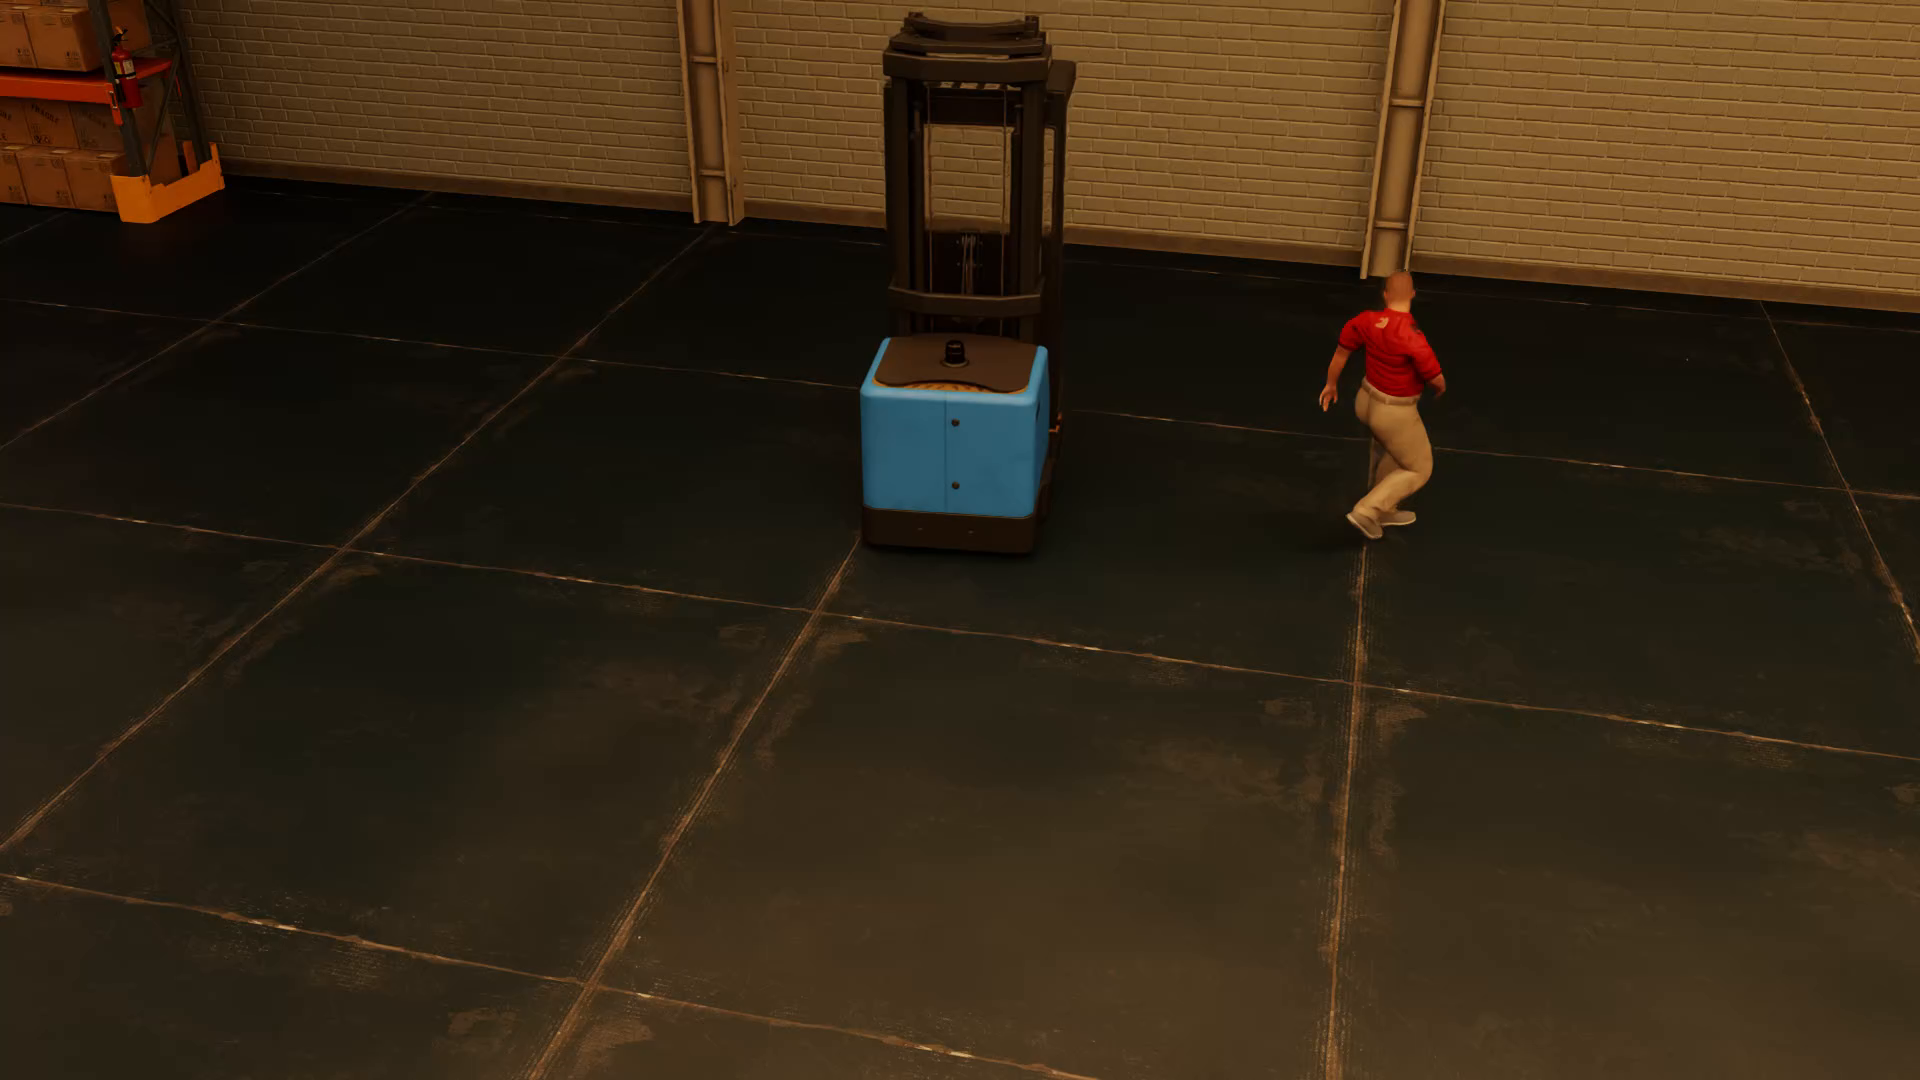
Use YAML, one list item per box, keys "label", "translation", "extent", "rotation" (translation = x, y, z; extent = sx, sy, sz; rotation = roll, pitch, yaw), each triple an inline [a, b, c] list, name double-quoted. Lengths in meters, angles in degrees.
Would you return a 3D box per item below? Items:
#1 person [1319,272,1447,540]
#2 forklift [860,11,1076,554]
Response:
- label: "person"
  translation: [2.554, -0.799, 9.872]
  extent: [0.634, 1.673, 0.699]
  rotation: [-10, 31, -17]
- label: "forklift"
  translation: [0.124, -1.897, 10.519]
  extent: [1.130, 2.935, 3.031]
  rotation: [4, 30, 7]
